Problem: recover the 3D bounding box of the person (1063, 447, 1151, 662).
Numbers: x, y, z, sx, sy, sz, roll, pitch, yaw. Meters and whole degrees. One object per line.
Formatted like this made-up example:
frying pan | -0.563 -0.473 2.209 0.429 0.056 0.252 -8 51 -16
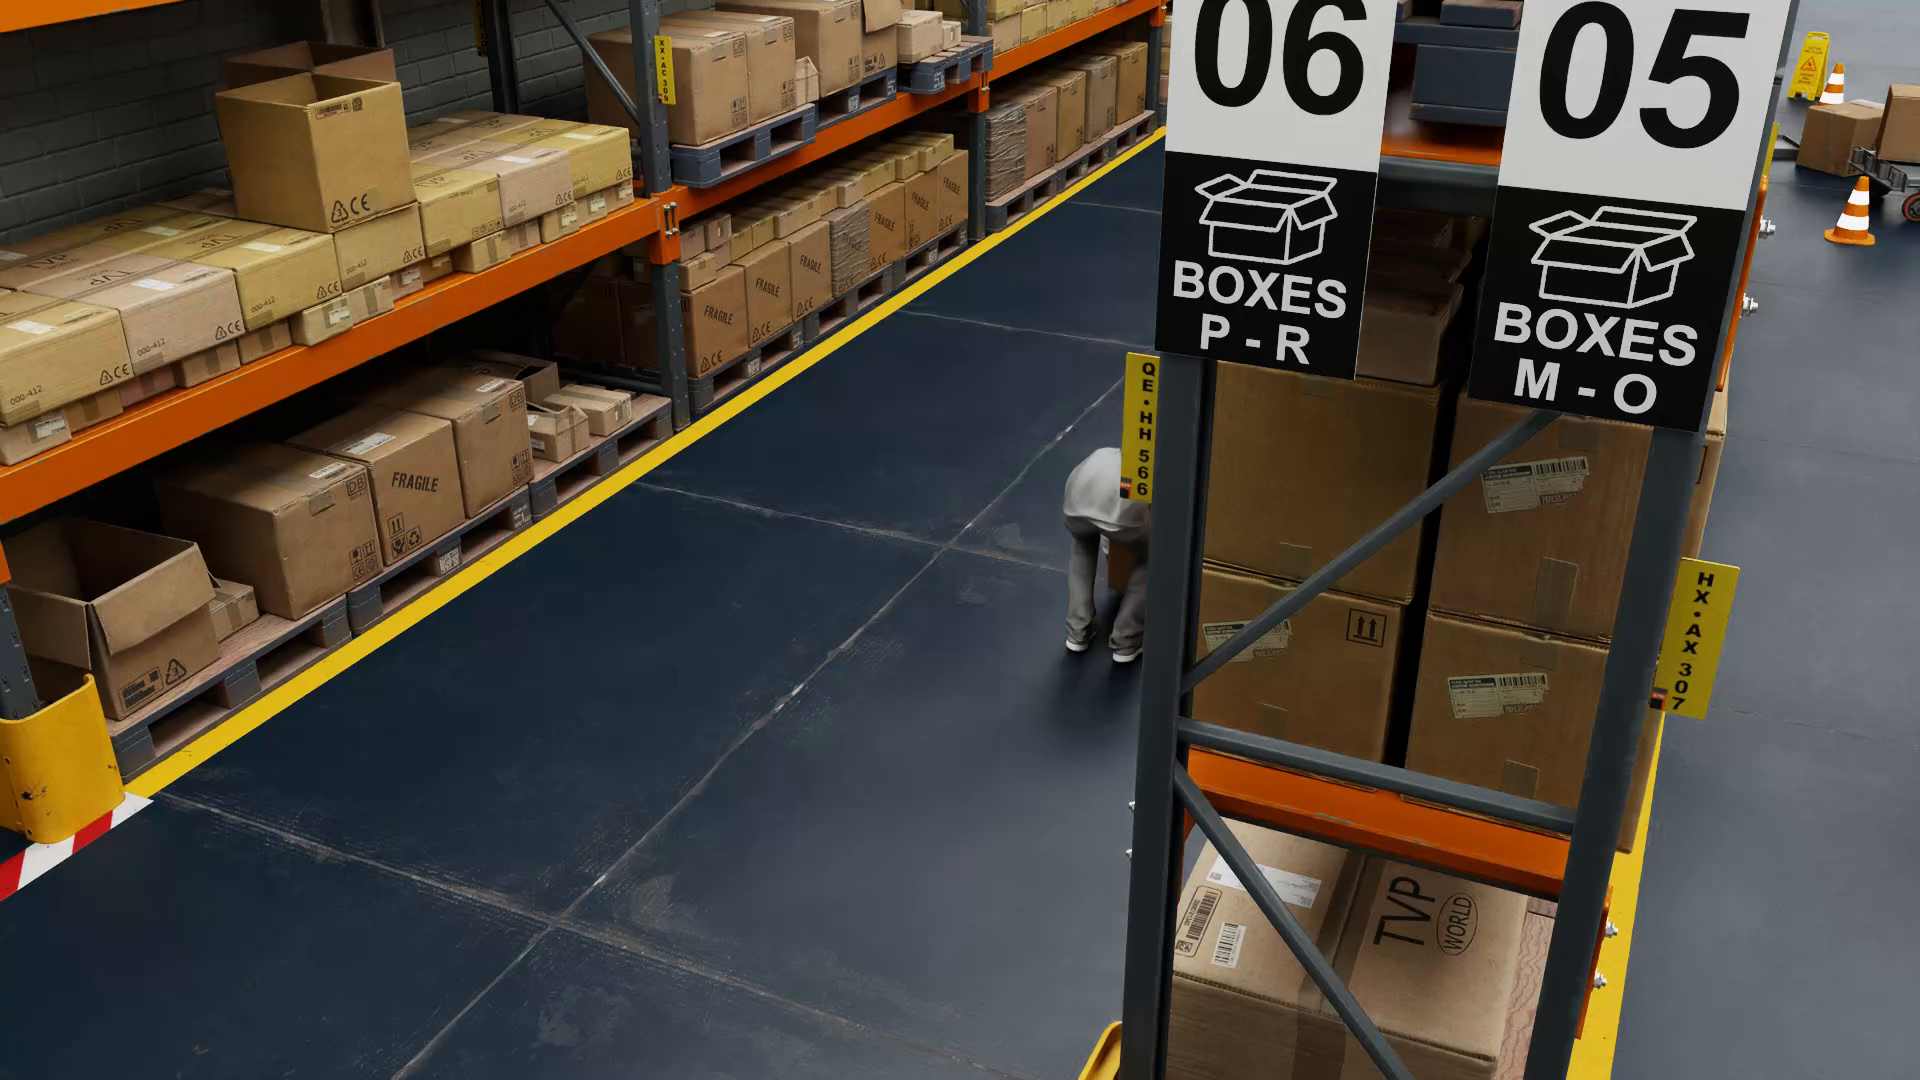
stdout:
person | 0.680 -0.015 6.937 0.421 0.898 0.855 11 28 20
